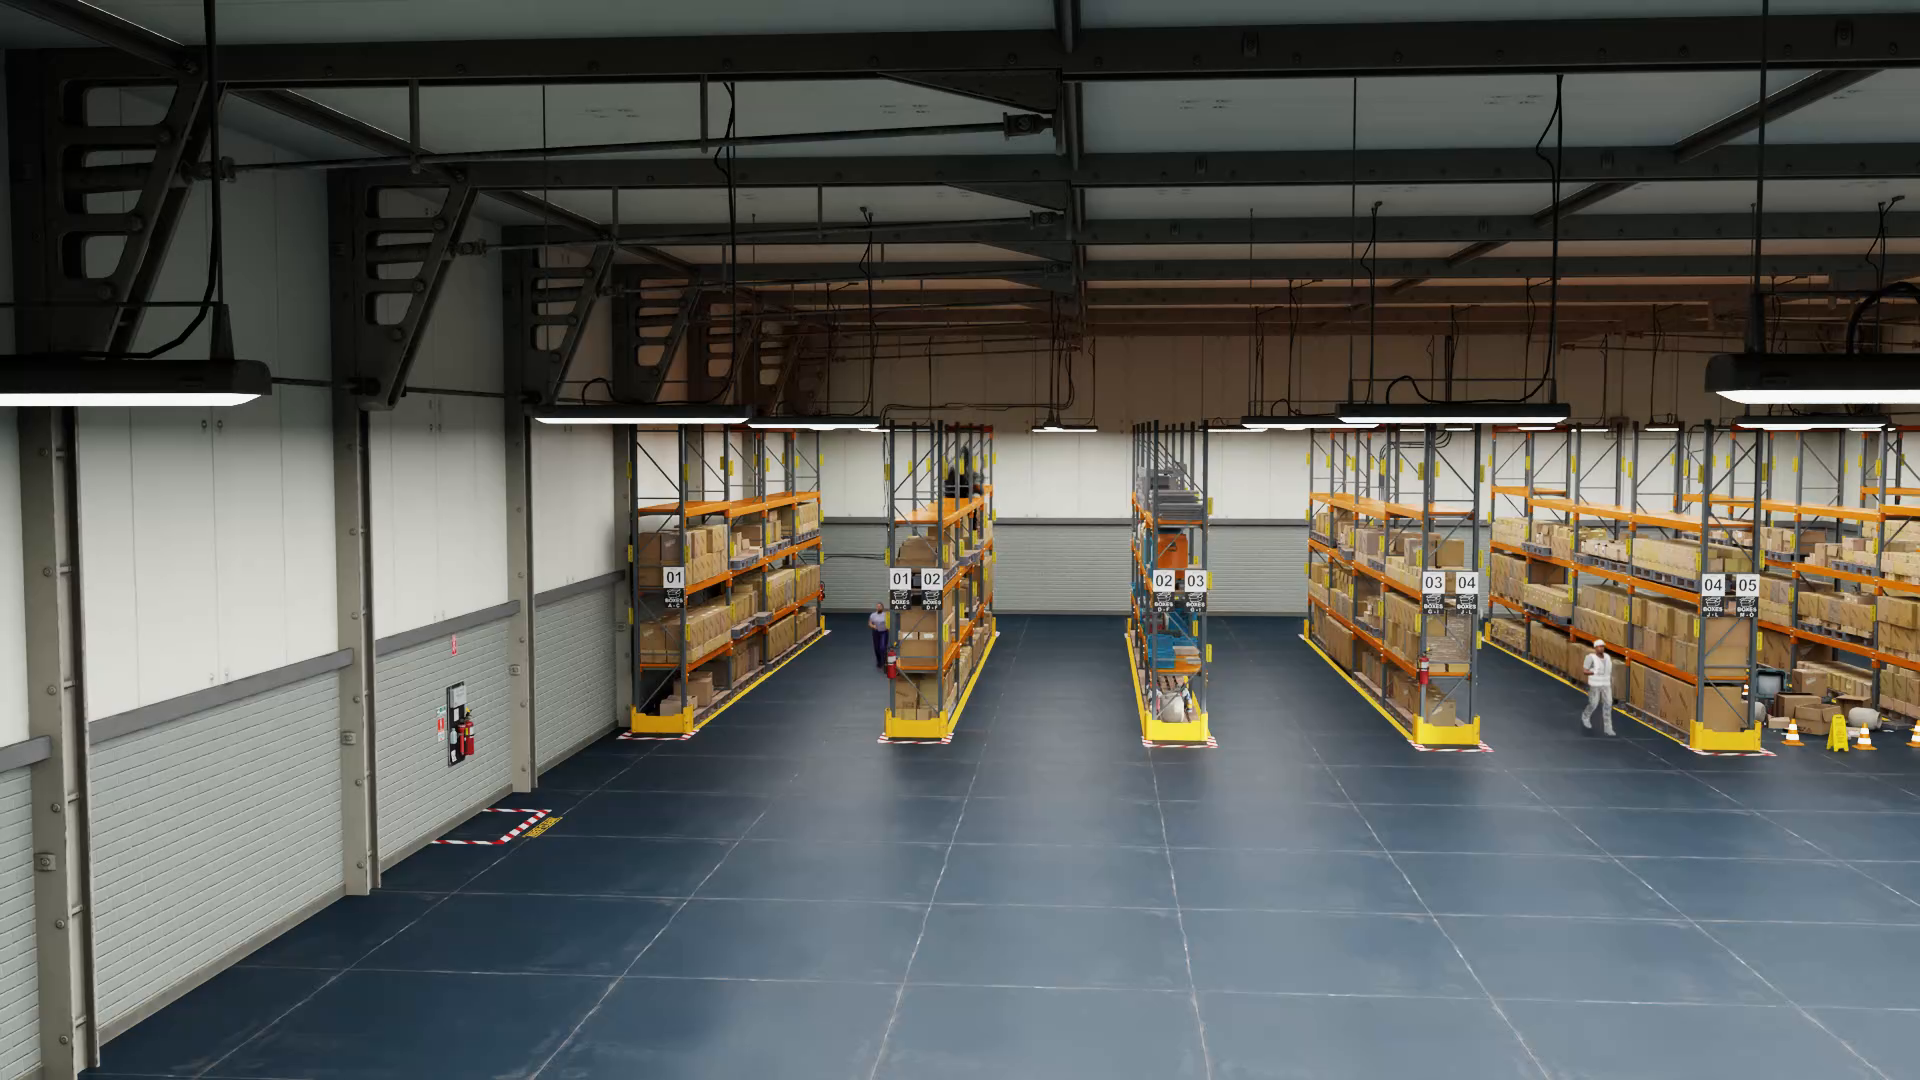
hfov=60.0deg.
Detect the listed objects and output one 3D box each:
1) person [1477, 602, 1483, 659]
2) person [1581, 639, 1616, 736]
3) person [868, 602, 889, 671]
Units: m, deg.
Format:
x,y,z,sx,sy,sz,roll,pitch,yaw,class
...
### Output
x,y,z,sx,sy,sz,roll,pitch,yaw,class
13.176,2.169,42.795,0.582,1.752,0.760,1,4,8,person
12.212,2.786,31.744,0.684,1.774,0.954,-1,4,-8,person
-1.926,2.371,40.458,0.617,1.701,0.717,1,4,8,person
